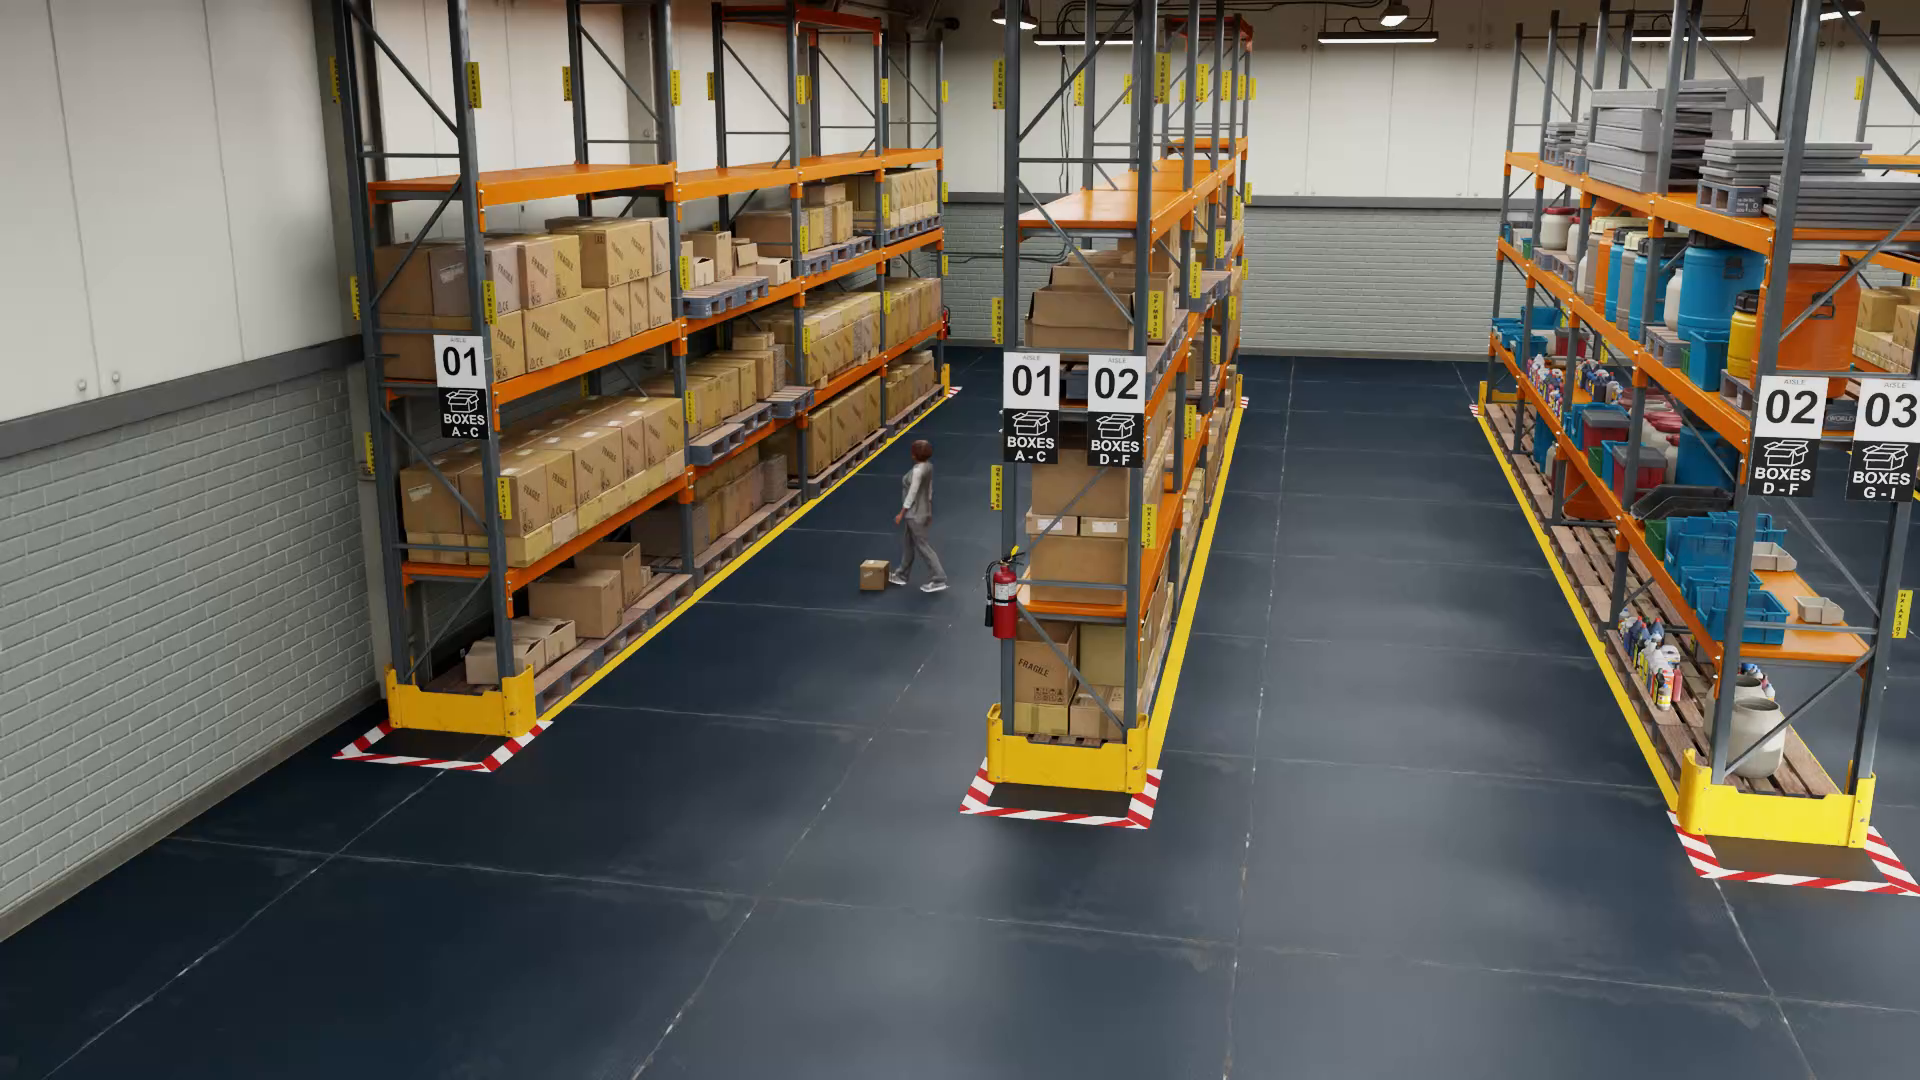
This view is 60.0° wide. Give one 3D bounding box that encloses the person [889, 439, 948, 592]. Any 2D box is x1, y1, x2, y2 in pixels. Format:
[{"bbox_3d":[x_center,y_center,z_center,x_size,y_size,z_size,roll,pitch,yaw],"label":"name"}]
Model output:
[{"bbox_3d":[-0.482,-0.257,17.024,0.748,1.577,0.417,3,15,11],"label":"person"}]
